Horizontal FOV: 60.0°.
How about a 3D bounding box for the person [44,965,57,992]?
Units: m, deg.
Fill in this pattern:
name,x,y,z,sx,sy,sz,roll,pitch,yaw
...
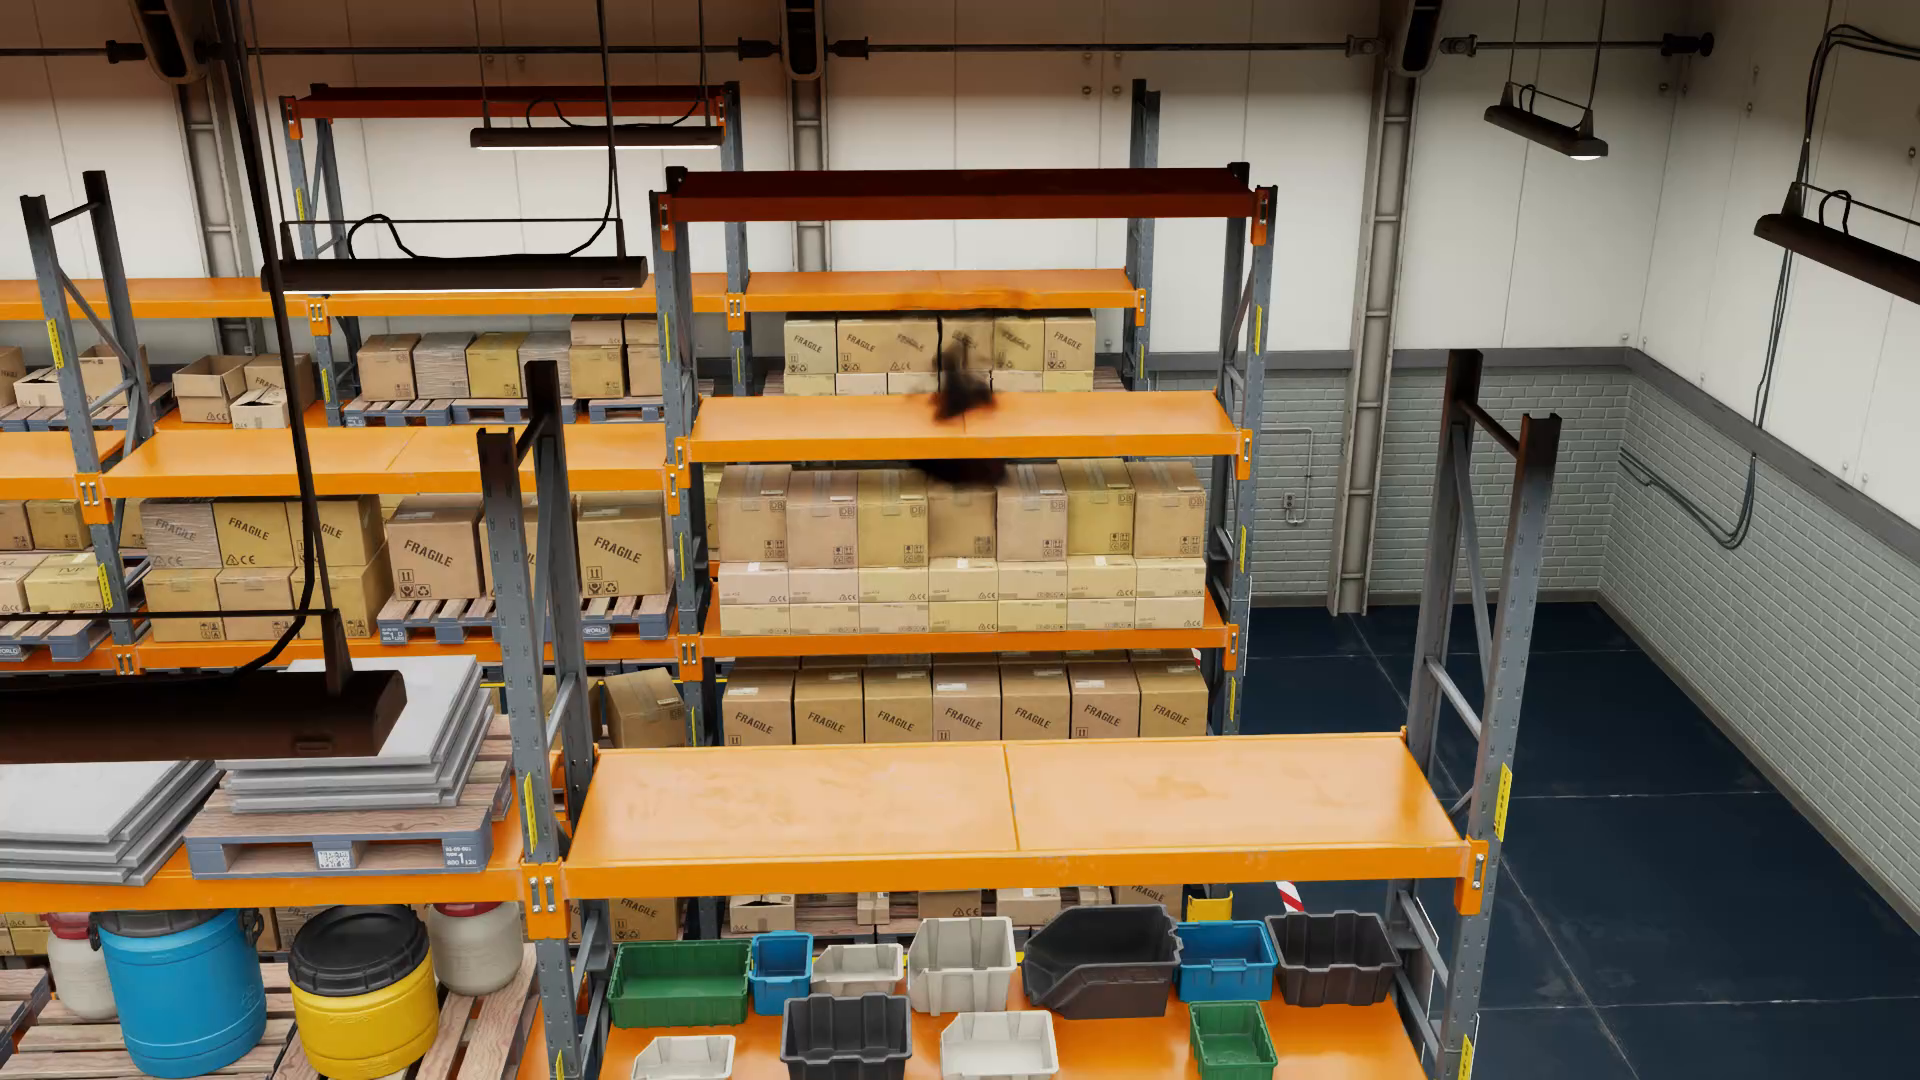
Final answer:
name,x,y,z,sx,sy,sz,roll,pitch,yaw
person,-5.679,3.411,10.587,0.519,1.630,0.590,-5,23,-12
